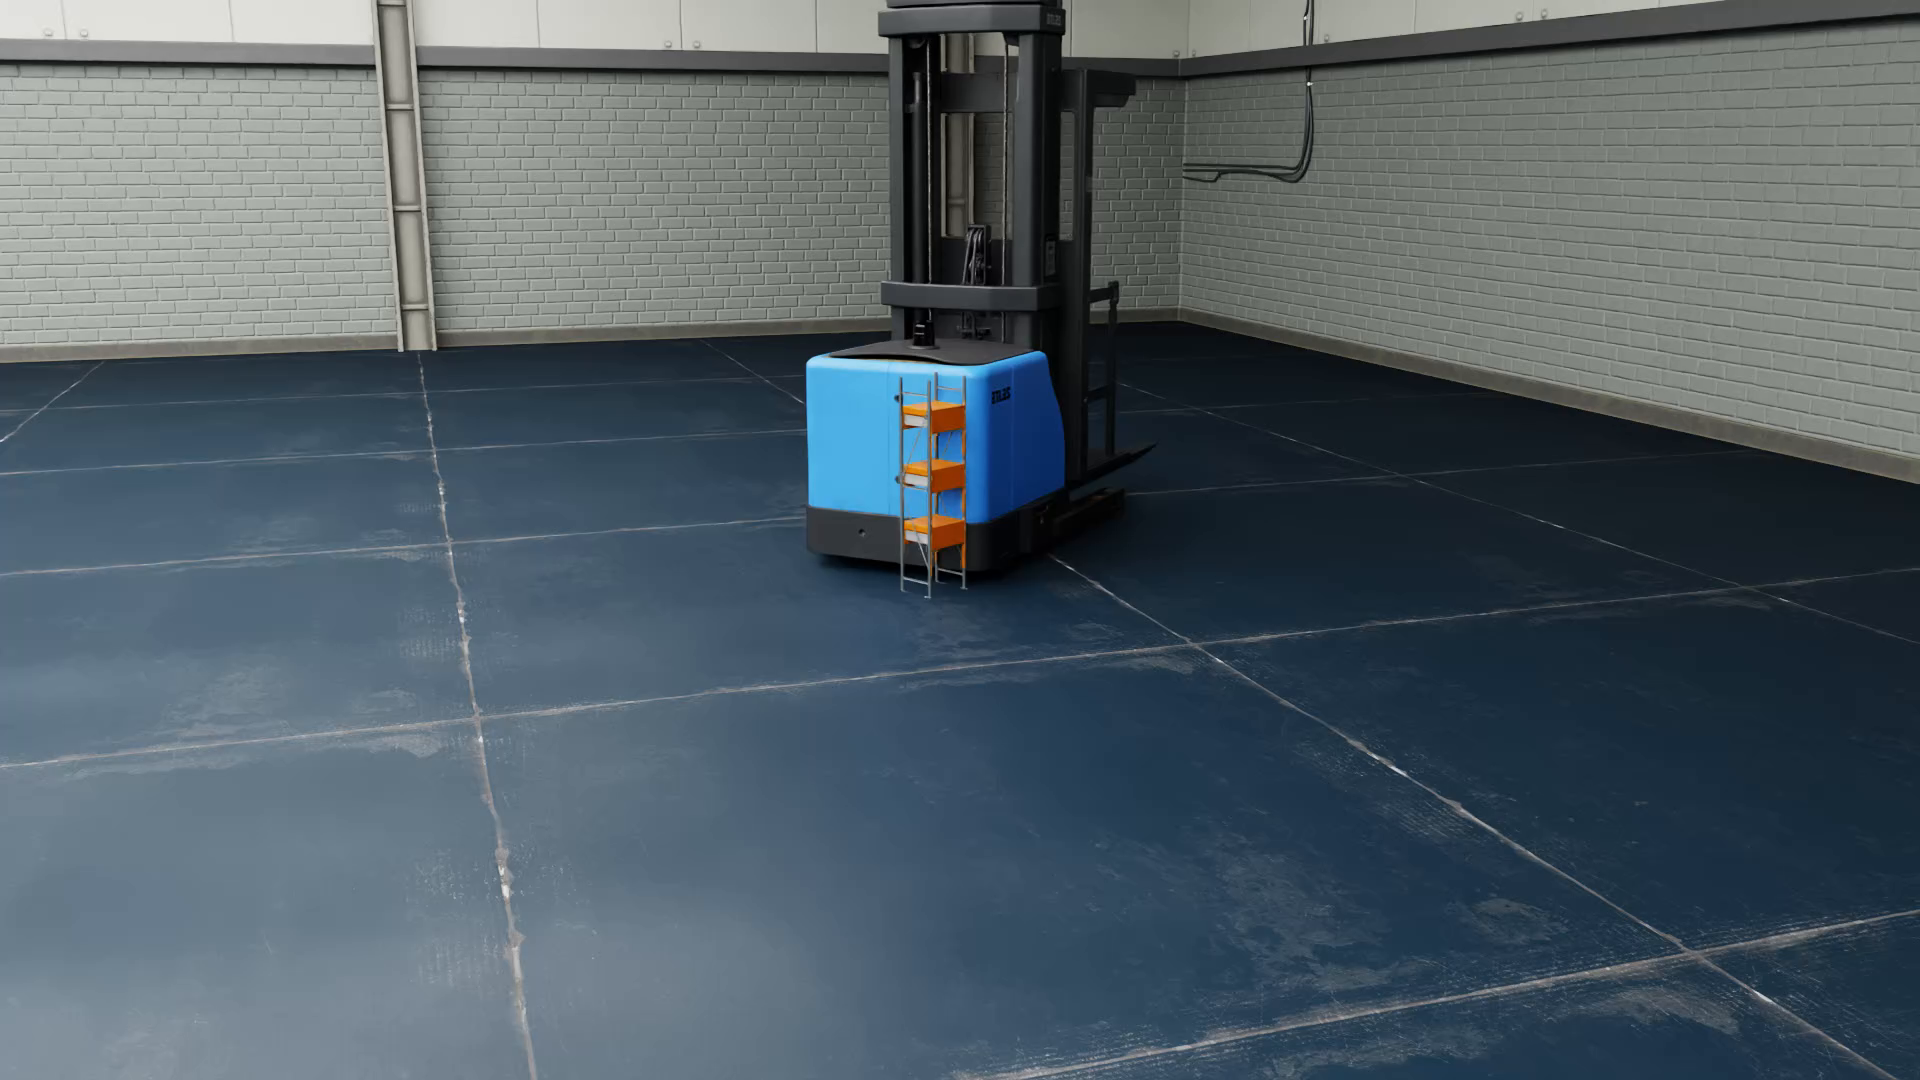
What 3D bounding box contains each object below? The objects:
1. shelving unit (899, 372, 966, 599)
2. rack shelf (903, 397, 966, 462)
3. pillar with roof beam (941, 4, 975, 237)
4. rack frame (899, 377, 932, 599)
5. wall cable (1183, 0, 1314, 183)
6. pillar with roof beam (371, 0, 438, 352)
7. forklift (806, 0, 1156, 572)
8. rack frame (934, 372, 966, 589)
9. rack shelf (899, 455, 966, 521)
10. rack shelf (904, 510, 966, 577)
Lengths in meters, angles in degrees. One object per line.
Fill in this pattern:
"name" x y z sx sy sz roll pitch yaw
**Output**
"shelving unit" -0.130 -0.264 7.985 0.215 1.050 0.252 12 18 41
"rack shelf" -0.130 -0.530 7.921 0.215 0.259 0.240 12 18 41
"pillar with roof beam" 1.300 -5.903 14.514 0.400 9.000 9.100 -4 14 -18
"rack frame" -0.212 -0.243 7.897 0.200 1.050 0.008 12 18 41
"wall cable" 3.140 -5.264 18.538 0.112 2.526 3.097 -4 14 -18
"pillar with roof beam" -4.387 -5.460 12.652 0.400 9.000 9.100 -4 14 -18
"forklift" 0.310 -1.560 9.367 1.130 2.935 3.031 6 15 25
"rack frame" -0.048 -0.285 8.073 0.200 1.050 0.008 12 18 41
"rack shelf" -0.130 -0.254 7.987 0.215 0.259 0.240 12 18 41
"rack shelf" -0.130 0.016 8.051 0.215 0.259 0.240 12 18 41
